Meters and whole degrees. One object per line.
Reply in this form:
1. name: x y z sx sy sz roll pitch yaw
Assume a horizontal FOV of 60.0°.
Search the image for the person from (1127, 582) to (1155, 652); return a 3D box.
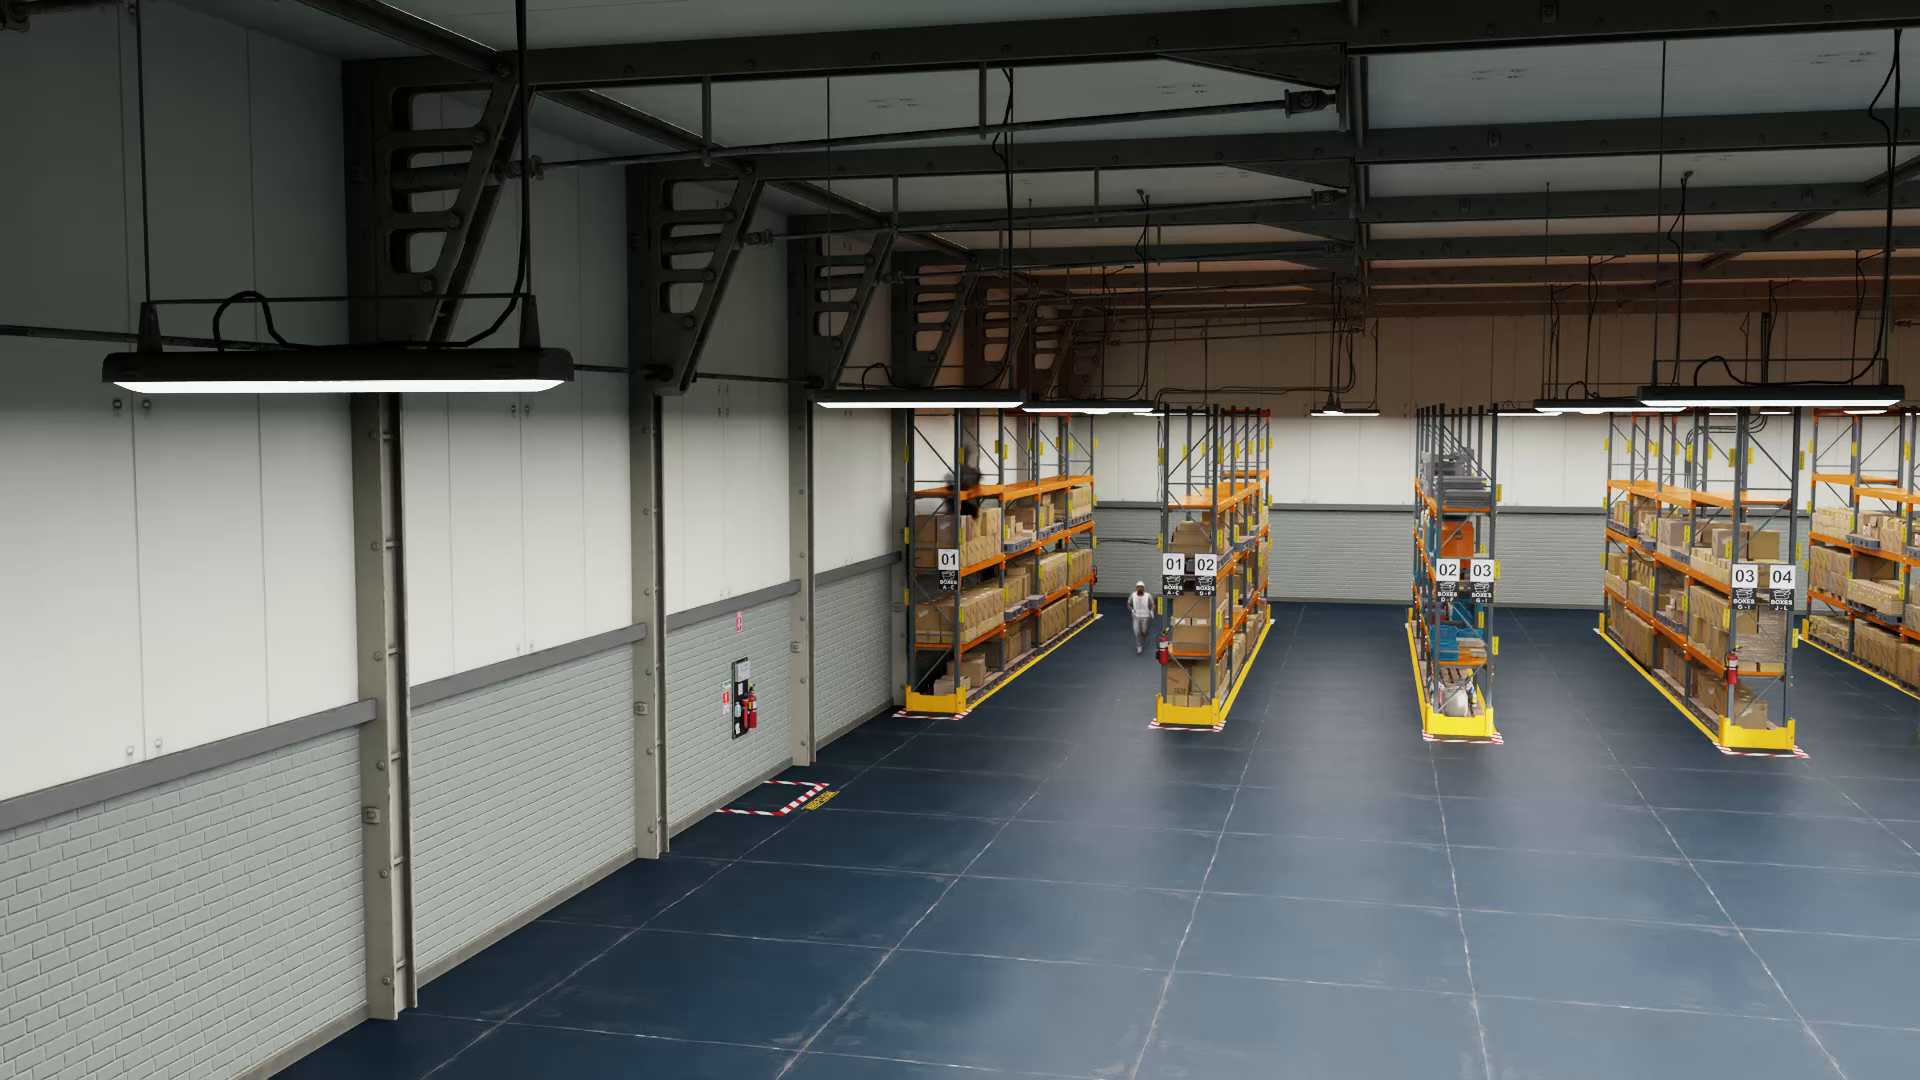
1. person: 4.430 1.889 40.831 0.685 1.736 0.599 1 4 10
